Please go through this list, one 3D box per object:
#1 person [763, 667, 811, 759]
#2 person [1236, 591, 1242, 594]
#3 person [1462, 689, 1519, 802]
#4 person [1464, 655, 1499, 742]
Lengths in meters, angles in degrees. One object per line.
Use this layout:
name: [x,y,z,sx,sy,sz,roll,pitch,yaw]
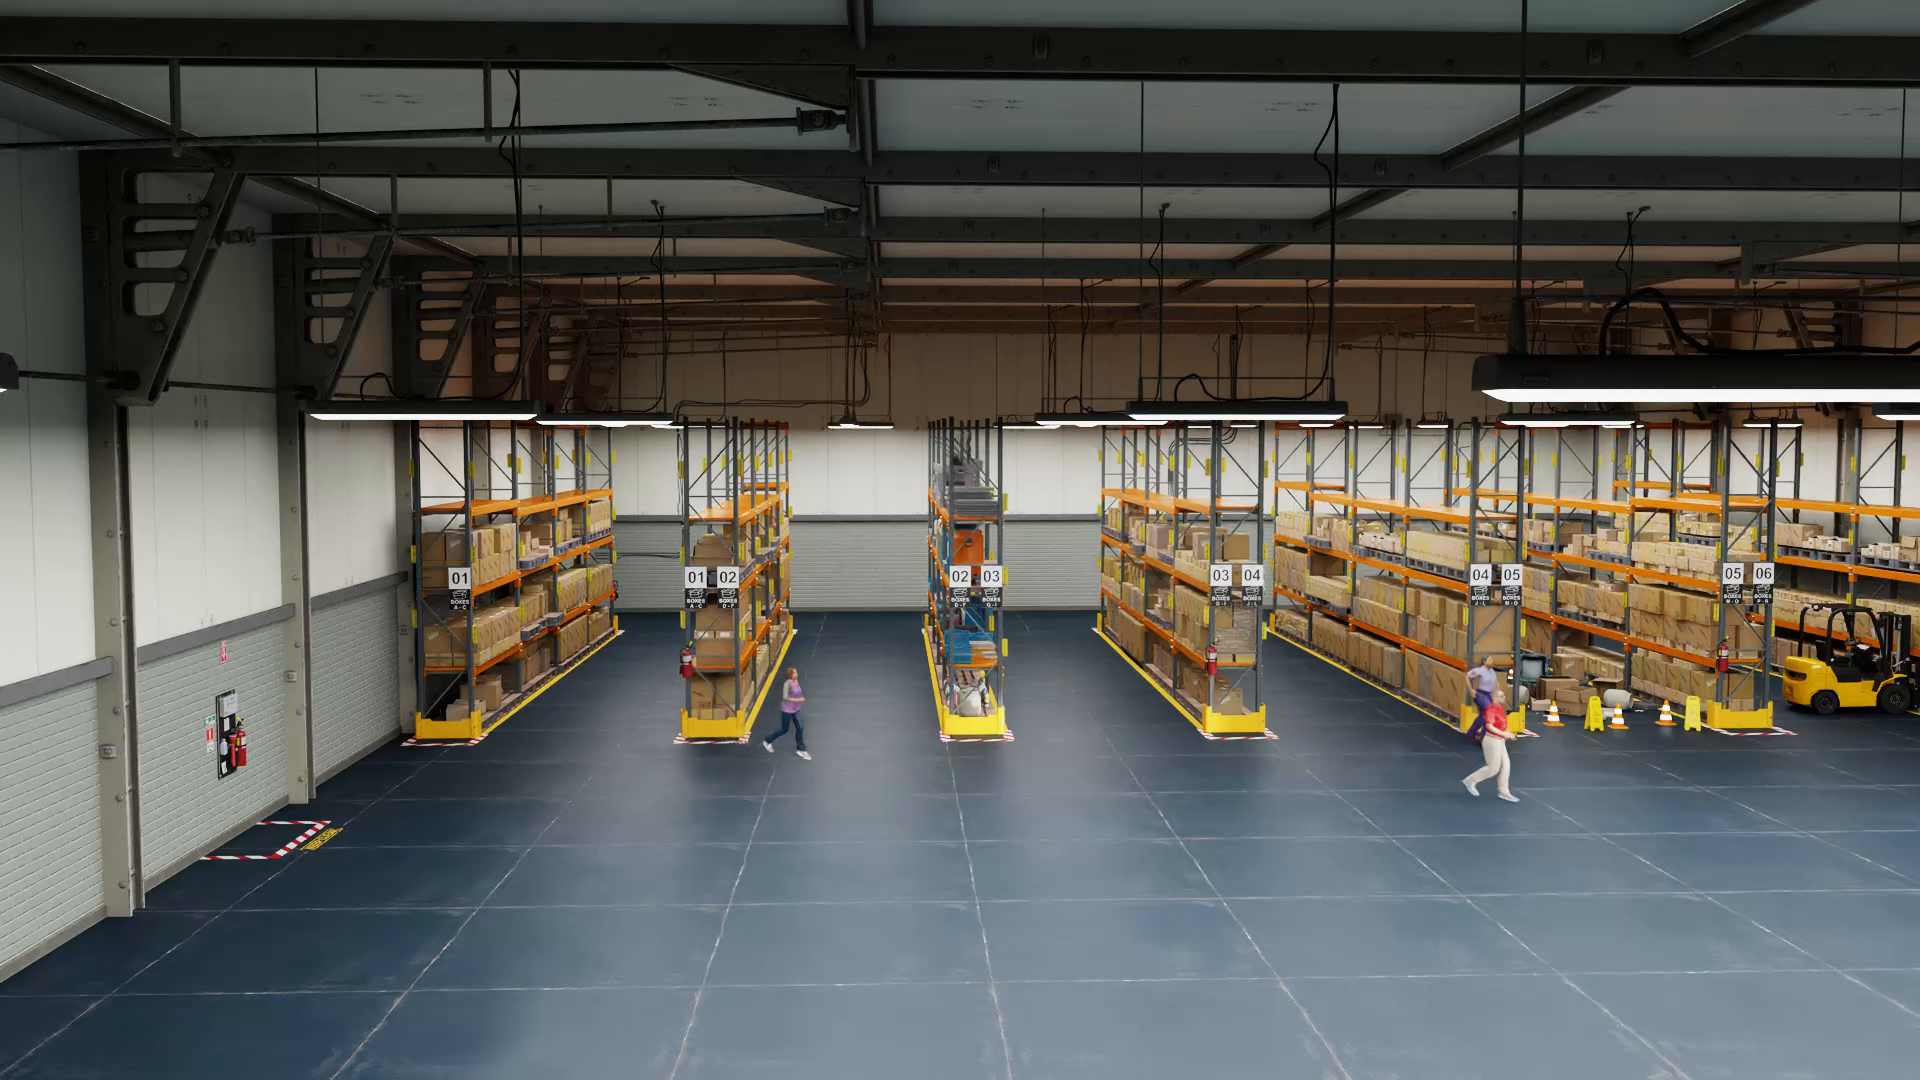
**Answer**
person: [-3.022,3.028,29.184,0.860,1.602,0.551,2,4,26]
person: [7.793,1.736,47.964,0.710,1.782,0.685,3,5,40]
person: [8.276,3.182,25.861,0.839,1.741,0.687,2,4,26]
person: [9.602,2.926,30.491,0.629,1.649,0.594,4,5,44]
